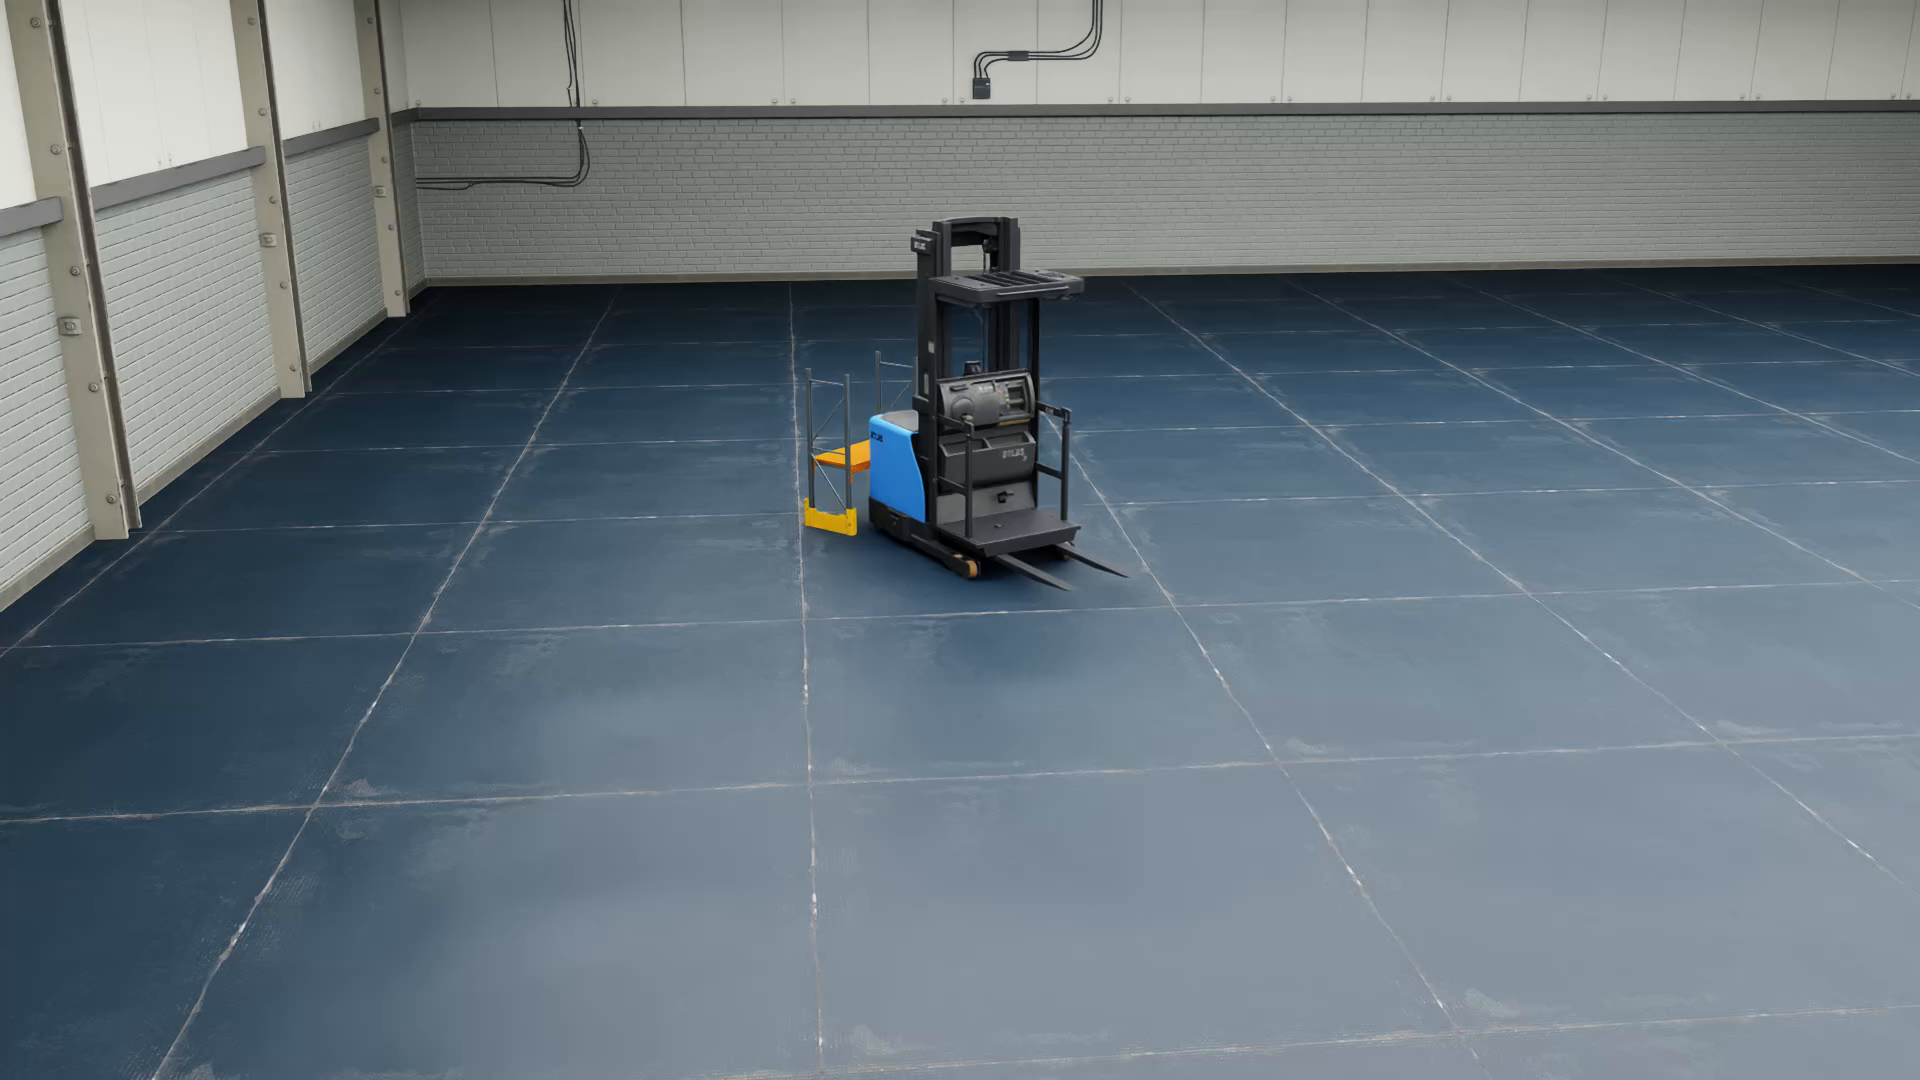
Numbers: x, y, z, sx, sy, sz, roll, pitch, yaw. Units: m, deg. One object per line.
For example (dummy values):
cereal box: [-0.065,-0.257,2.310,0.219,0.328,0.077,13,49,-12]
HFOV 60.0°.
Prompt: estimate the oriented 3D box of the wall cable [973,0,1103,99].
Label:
wall cable: [1.383,-10.764,28.835,2.305,6.003,0.169,-2,18,-6]

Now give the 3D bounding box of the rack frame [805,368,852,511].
rack frame: [-1.210,-0.815,15.342,0.500,1.500,0.032,12,21,35]

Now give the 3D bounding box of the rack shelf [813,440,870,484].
rack shelf: [-0.908,-0.766,15.786,0.538,0.185,1.000,12,21,35]

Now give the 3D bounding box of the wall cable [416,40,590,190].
wall cable: [-8.062,-7.371,28.890,3.097,2.526,0.112,-2,18,-6]

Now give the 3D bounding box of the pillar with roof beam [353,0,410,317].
pillar with roof beam: [-4.791,-8.067,25.923,9.100,9.000,0.400,-2,18,-6]

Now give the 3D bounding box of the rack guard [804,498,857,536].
rack guard: [-1.209,-0.219,15.530,0.587,0.250,0.087,12,21,35]

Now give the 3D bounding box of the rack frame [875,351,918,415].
rack frame: [-0.606,-1.060,16.122,0.500,1.500,0.032,12,21,35]

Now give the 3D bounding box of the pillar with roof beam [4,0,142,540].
pillar with roof beam: [-3.553,-4.492,14.535,9.100,9.000,0.400,-2,18,-6]

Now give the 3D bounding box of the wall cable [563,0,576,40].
wall cable: [-5.371,-9.865,28.400,3.097,2.526,0.112,-2,18,-6]

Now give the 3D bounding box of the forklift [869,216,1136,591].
forklift: [0.353,-1.221,14.245,1.130,2.935,3.031,-11,20,-30]

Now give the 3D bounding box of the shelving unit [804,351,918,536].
shelving unit: [-0.913,-0.935,15.725,0.587,1.500,1.083,12,21,35]

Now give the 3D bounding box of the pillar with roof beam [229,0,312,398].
pillar with roof beam: [-4.172,-6.280,20.229,9.100,9.000,0.400,-2,18,-6]
